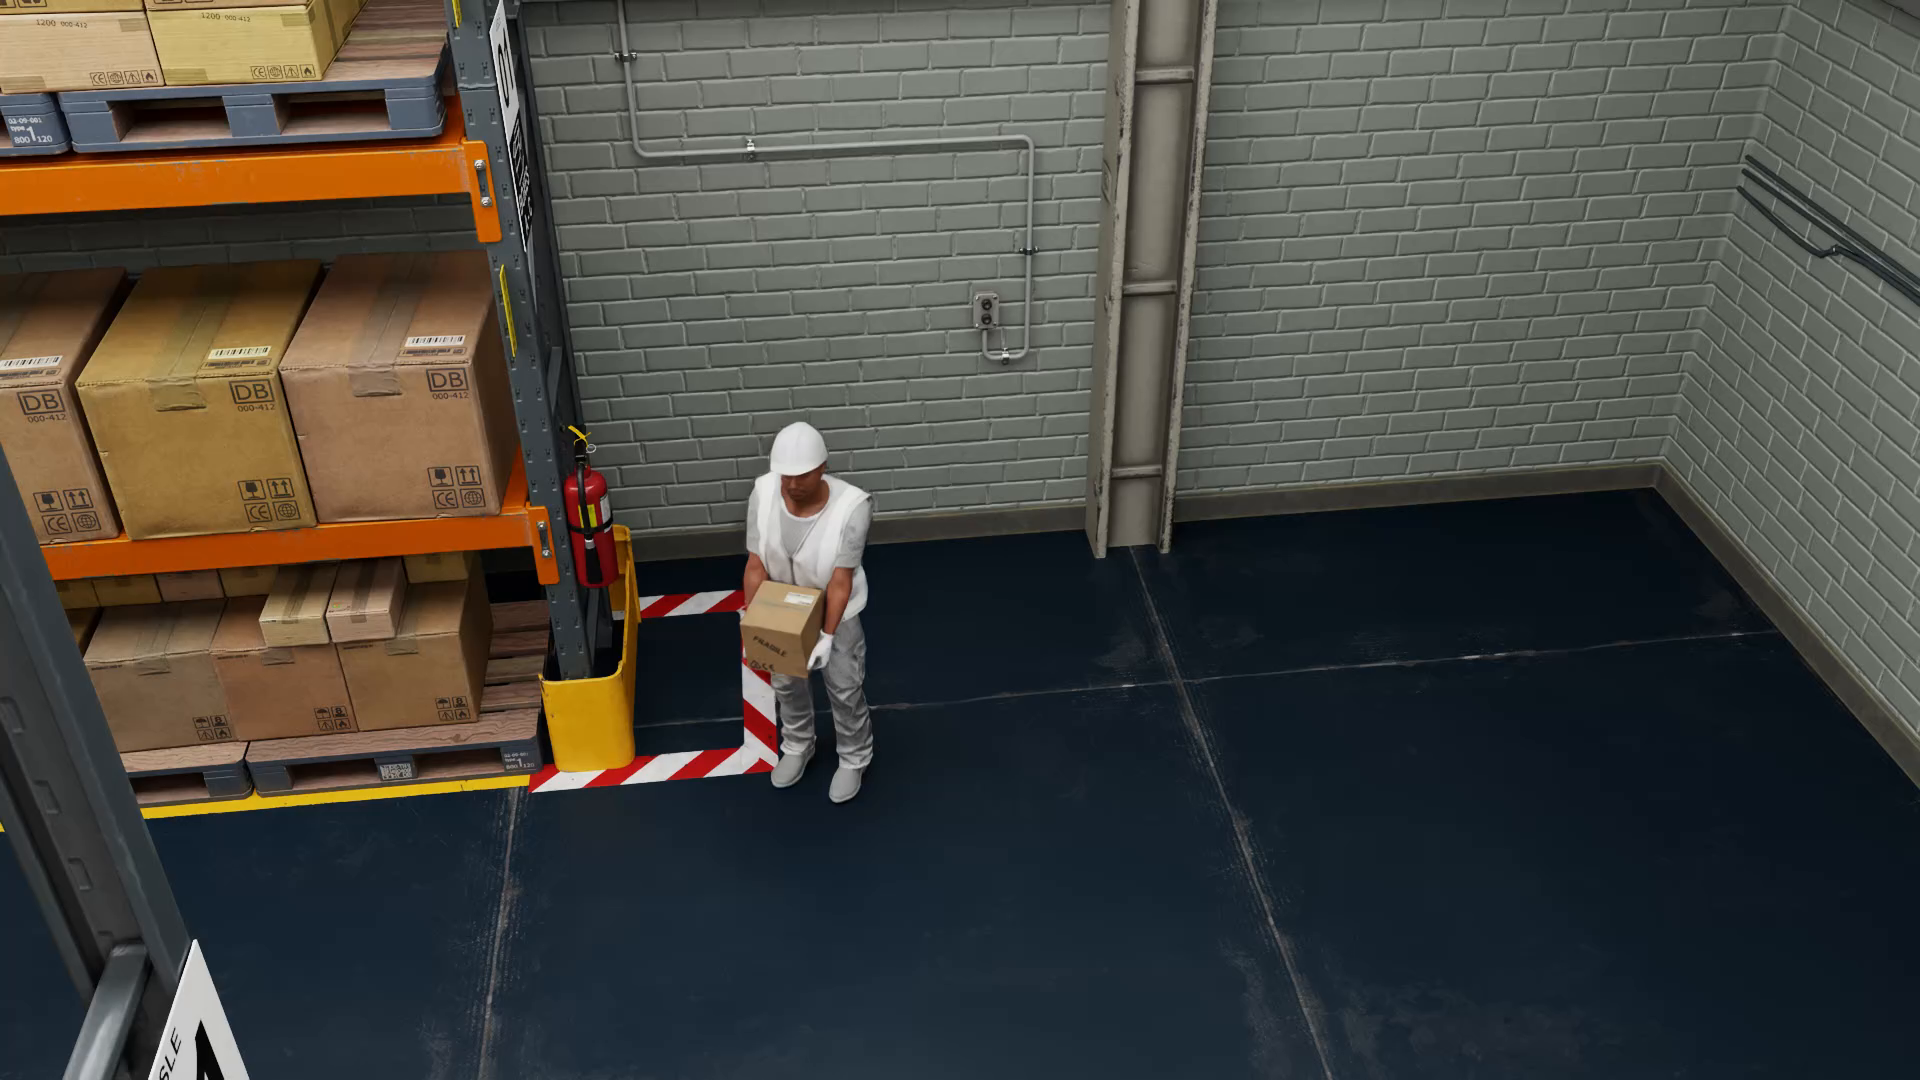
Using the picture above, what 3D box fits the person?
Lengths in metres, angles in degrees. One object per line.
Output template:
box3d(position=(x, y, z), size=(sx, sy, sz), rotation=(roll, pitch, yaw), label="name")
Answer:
box3d(position=(-0.611, 0.325, 6.658), size=(0.490, 1.776, 0.595), rotation=(11, 36, 15), label="person")
